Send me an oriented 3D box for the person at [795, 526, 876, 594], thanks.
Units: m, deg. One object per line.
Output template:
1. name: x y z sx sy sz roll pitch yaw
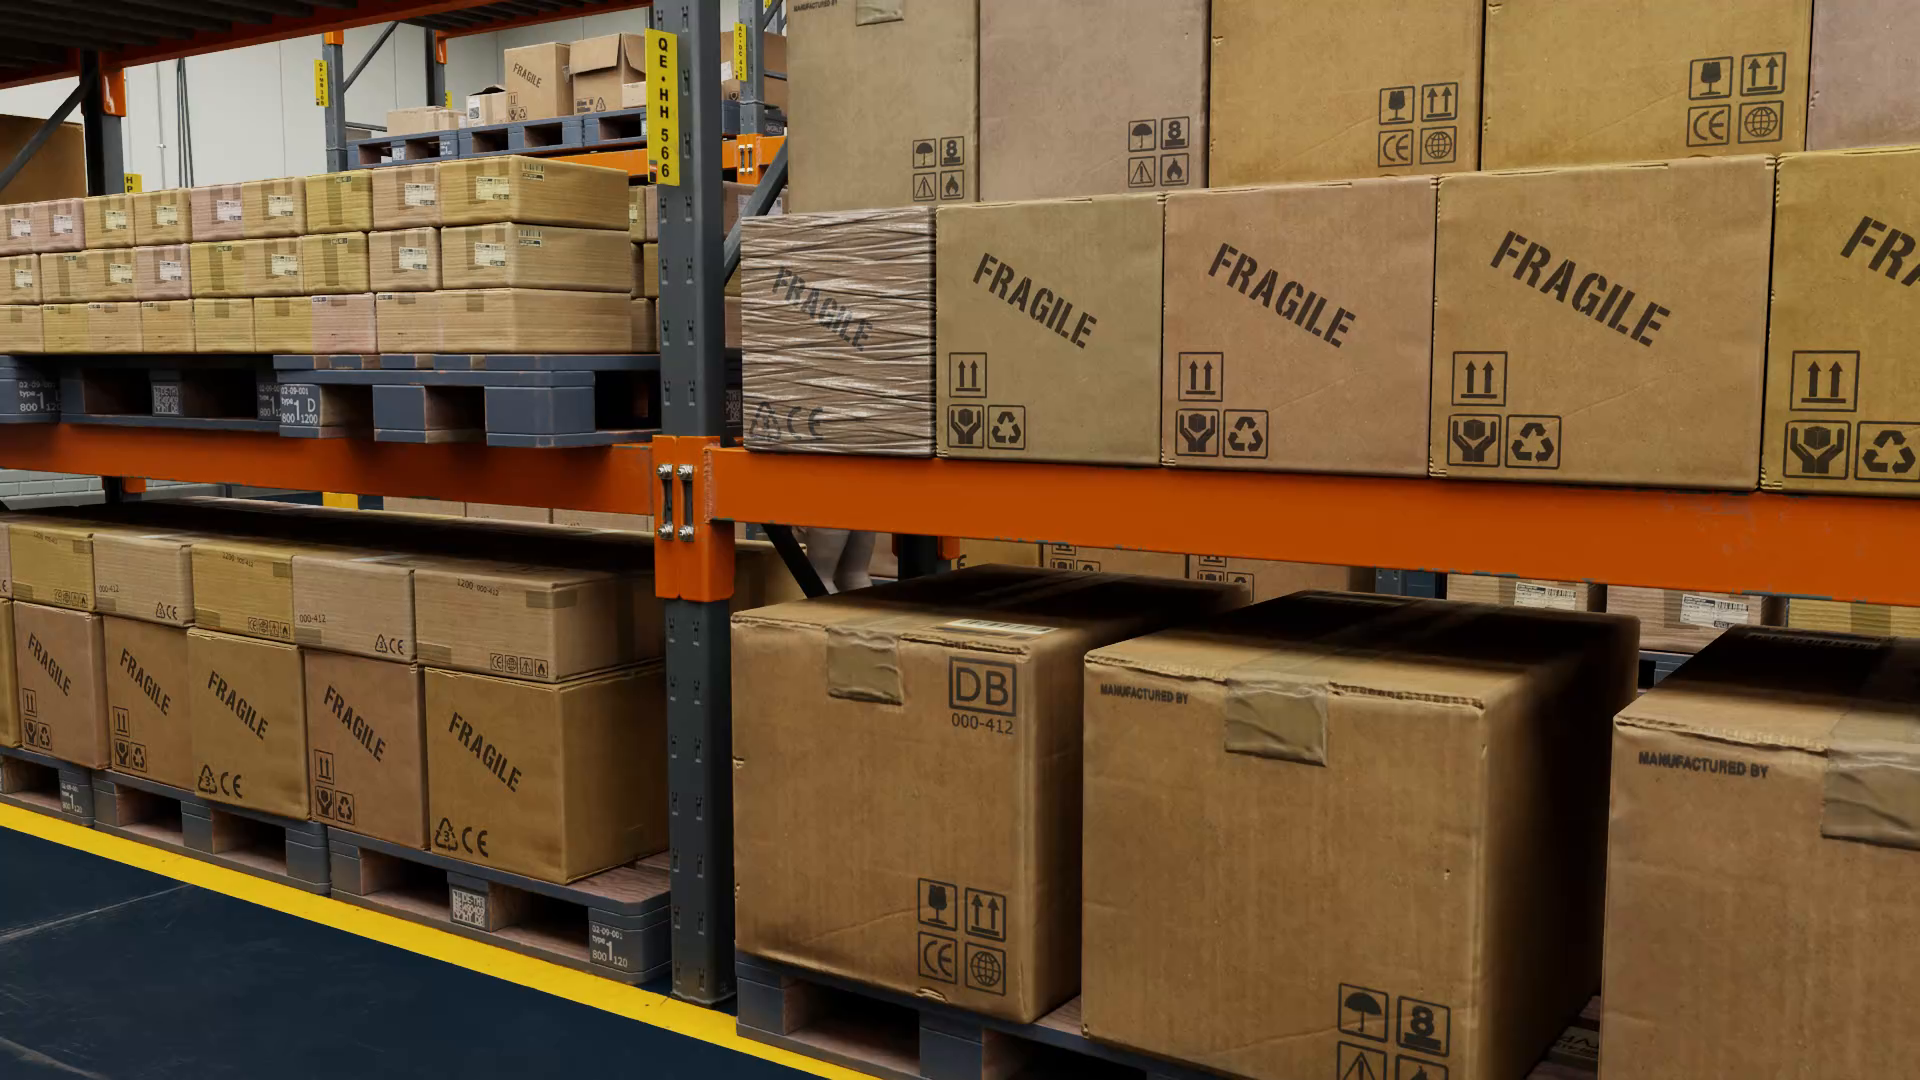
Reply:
1. person: -0.584 -0.201 7.675 0.390 1.725 0.594 4 7 31
